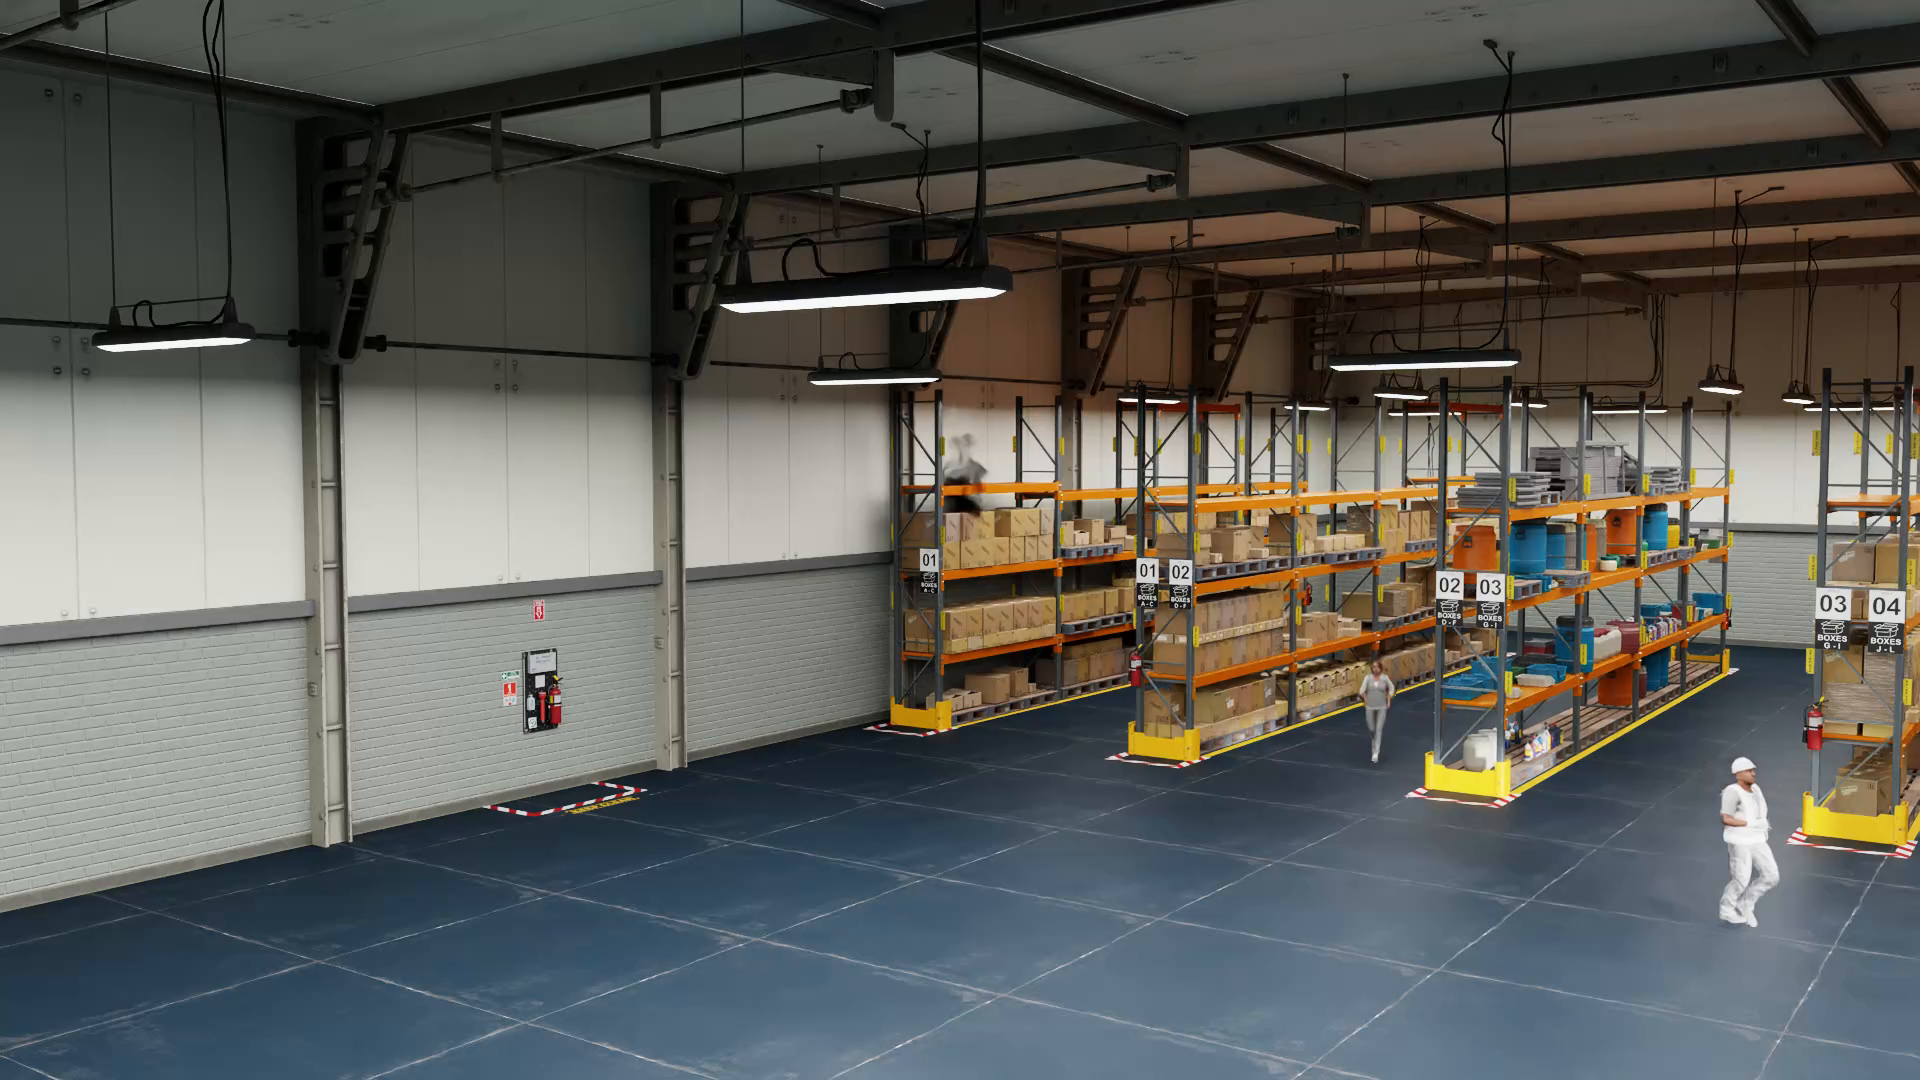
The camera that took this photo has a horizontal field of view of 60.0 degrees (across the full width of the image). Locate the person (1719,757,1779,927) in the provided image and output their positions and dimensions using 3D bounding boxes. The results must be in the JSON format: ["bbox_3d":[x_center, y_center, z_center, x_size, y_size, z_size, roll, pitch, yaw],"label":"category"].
[{"bbox_3d":[8.191,3.148,17.219,0.660,1.776,0.641,-2,4,-27],"label":"person"}]

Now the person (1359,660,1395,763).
[{"bbox_3d":[6.671,2.712,26.645,0.545,1.592,0.839,1,3,19],"label":"person"}]
